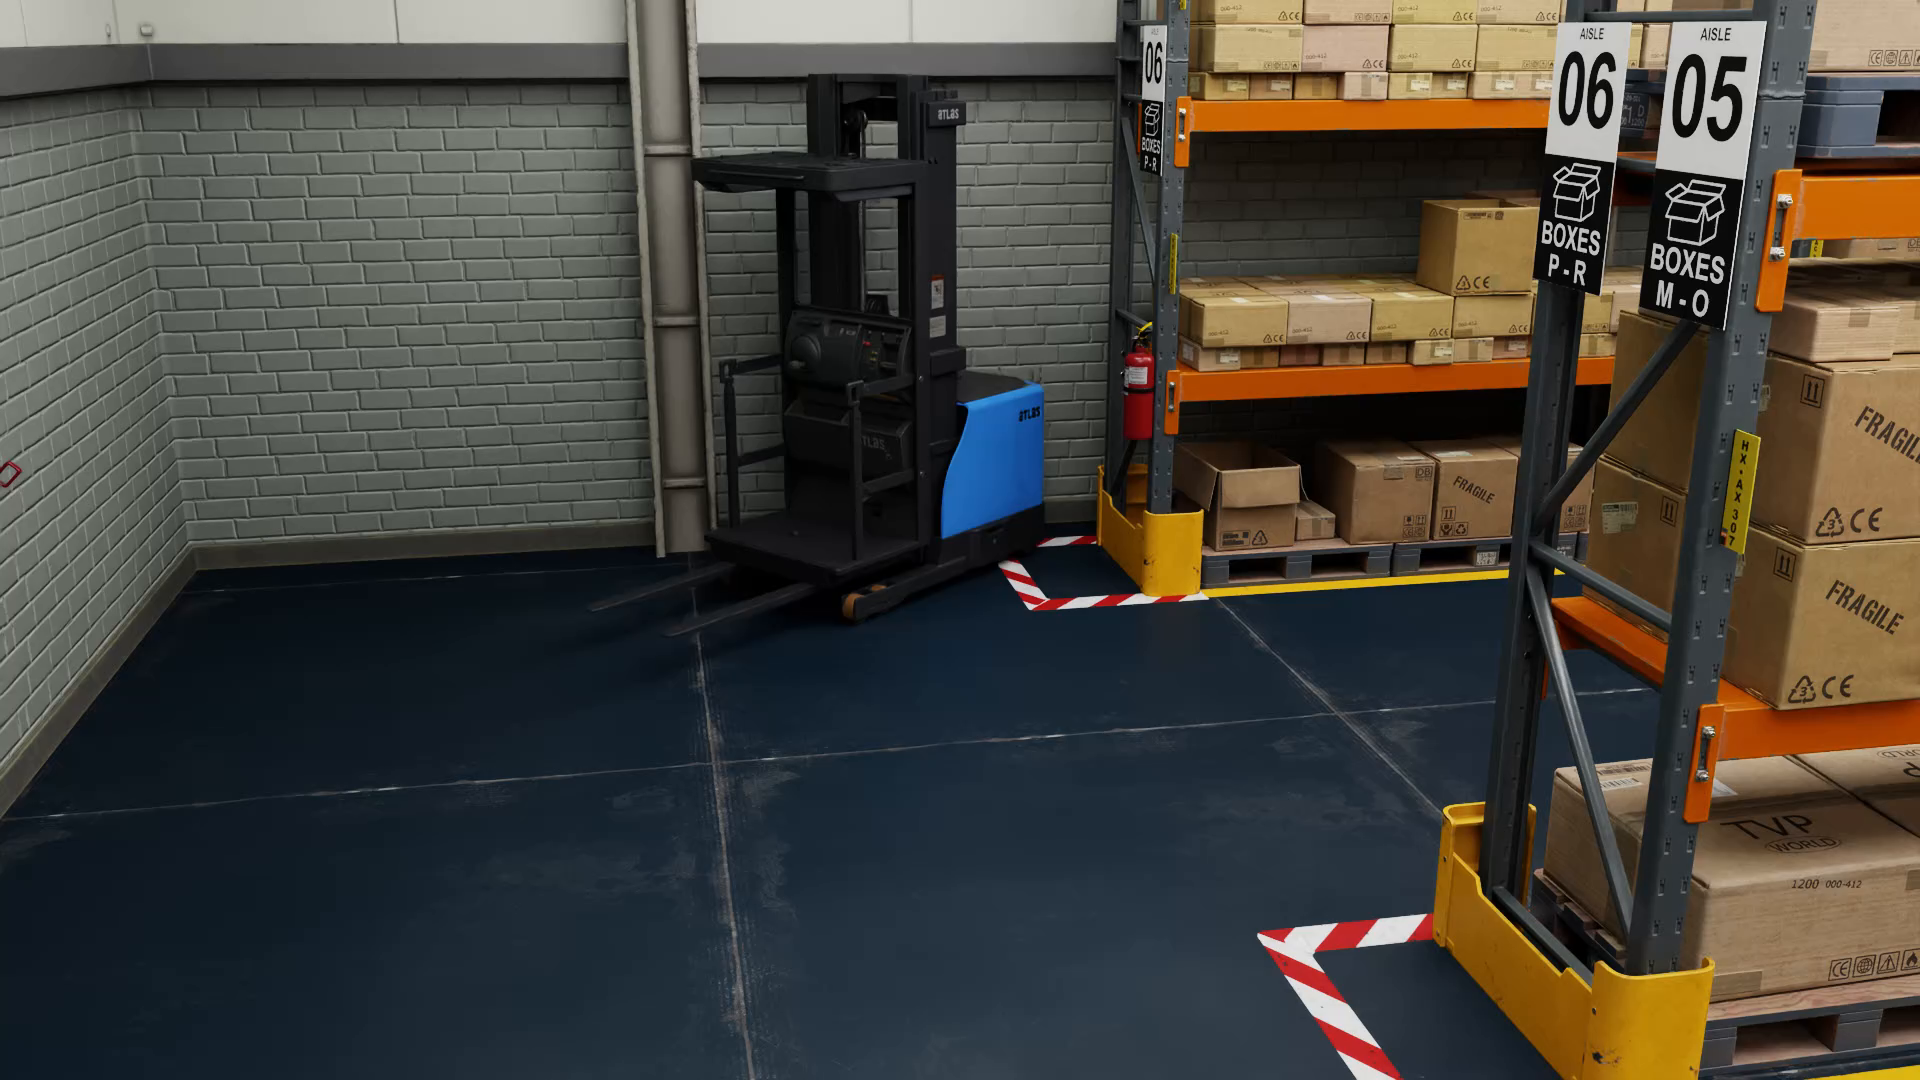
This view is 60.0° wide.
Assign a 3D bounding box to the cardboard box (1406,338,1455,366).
[{"bbox_3d":[2.724,-1.146,9.863,0.250,0.149,0.380,-4,17,-12],"label":"cardboard box"}]

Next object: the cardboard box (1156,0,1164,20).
[{"bbox_3d":[1.458,-3.118,9.644,0.500,0.250,0.500,-4,17,-12],"label":"cardboard box"}]

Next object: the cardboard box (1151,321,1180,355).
[{"bbox_3d":[1.349,-1.246,10.186,0.250,0.149,0.380,-3,17,-11],"label":"cardboard box"}]

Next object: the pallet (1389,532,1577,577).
[{"bbox_3d":[3.127,-0.053,10.624,1.213,0.211,1.003,-3,17,-10],"label":"pallet"}]

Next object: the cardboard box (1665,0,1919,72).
[{"bbox_3d":[2.444,-1.501,4.850,0.500,0.250,0.500,-5,18,-16],"label":"cardboard box"}]

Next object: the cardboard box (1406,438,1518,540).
[{"bbox_3d":[3.078,-0.319,10.285,0.500,0.500,0.500,-3,17,-9],"label":"cardboard box"}]

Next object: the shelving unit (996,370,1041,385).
[{"bbox_3d":[0.375,-0.566,10.867,0.252,1.050,0.215,-4,17,-12],"label":"shelving unit"}]

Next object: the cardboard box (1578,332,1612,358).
[{"bbox_3d":[3.726,-1.211,10.072,0.250,0.149,0.380,-4,17,-11],"label":"cardboard box"}]

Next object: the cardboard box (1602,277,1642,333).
[{"bbox_3d":[4.059,-1.432,10.115,0.500,0.250,0.500,-3,17,-10],"label":"cardboard box"}]

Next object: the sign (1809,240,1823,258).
[{"bbox_3d":[5.112,-1.750,9.927,0.005,0.325,0.100,-3,17,-10],"label":"sign"}]

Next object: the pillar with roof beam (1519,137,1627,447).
[{"bbox_3d":[4.964,-3.340,6.361,0.400,9.000,9.100,-3,17,-10],"label":"pillar with roof beam"}]

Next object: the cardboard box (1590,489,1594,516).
[{"bbox_3d":[4.160,-0.251,10.461,0.258,0.266,0.396,-3,17,-8],"label":"cardboard box"}]

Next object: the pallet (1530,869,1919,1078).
[{"bbox_3d":[2.790,1.427,5.807,1.213,0.211,1.003,-3,17,-10],"label":"pallet"}]

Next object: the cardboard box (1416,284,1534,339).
[{"bbox_3d":[3.061,-1.380,9.944,0.500,0.250,0.500,-4,17,-12],"label":"cardboard box"}]

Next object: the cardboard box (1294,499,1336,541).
[{"bbox_3d":[2.117,-0.127,10.256,0.250,0.149,0.380,-4,18,-13],"label":"cardboard box"}]

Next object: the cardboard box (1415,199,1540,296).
[{"bbox_3d":[3.044,-1.730,9.807,0.500,0.500,0.500,-3,17,-9],"label":"cardboard box"}]

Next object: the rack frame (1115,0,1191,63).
[{"bbox_3d":[1.074,-4.138,8.956,0.127,3.000,1.000,-3,17,-10],"label":"rack frame"}]

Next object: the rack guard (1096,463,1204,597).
[{"bbox_3d":[1.149,-0.079,10.218,0.348,0.500,1.175,-3,17,-10],"label":"rack guard"}]

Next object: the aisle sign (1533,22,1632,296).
[{"bbox_3d":[1.890,-1.167,5.075,0.004,0.787,0.394,-3,17,-10],"label":"aisle sign"}]

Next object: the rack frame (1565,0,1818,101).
[{"bbox_3d":[2.020,-2.707,4.298,0.127,3.000,1.000,-3,17,-10],"label":"rack frame"}]

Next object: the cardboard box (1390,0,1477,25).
[{"bbox_3d":[2.551,-3.020,9.325,0.500,0.250,0.500,-4,17,-11],"label":"cardboard box"}]

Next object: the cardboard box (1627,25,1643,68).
[{"bbox_3d":[3.562,-2.841,9.592,0.500,0.250,0.500,-3,17,-9],"label":"cardboard box"}]

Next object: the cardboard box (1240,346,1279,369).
[{"bbox_3d":[1.690,-1.116,9.766,0.250,0.149,0.380,-3,17,-9],"label":"cardboard box"}]

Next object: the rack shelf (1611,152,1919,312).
[{"bbox_3d":[3.983,-1.040,5.207,4.000,0.370,1.077,-3,17,-10],"label":"rack shelf"}]

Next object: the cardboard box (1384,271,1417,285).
[{"bbox_3d":[2.983,-1.526,10.420,0.500,0.250,0.500,-3,17,-11],"label":"cardboard box"}]

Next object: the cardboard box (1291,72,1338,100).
[{"bbox_3d":[1.939,-2.566,9.376,0.250,0.149,0.380,-3,17,-10],"label":"cardboard box"}]

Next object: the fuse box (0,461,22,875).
[{"bbox_3d":[-3.767,0.484,6.322,0.414,1.711,0.539,-3,17,-10],"label":"fuse box"}]

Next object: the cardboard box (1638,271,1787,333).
[{"bbox_3d":[2.334,-0.753,5.175,0.250,0.149,0.380,-3,17,-10],"label":"cardboard box"}]

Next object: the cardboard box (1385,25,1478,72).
[{"bbox_3d":[2.562,-2.779,9.391,0.500,0.250,0.500,-4,17,-12],"label":"cardboard box"}]

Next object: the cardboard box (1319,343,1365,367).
[{"bbox_3d":[2.201,-1.137,9.834,0.250,0.149,0.380,-3,17,-9],"label":"cardboard box"}]

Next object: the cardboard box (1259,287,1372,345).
[{"bbox_3d":[2.066,-1.316,9.736,0.500,0.250,0.500,-3,17,-10],"label":"cardboard box"}]

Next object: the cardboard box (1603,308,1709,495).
[{"bbox_3d":[2.448,-0.460,5.328,0.500,0.500,0.500,-3,17,-9],"label":"cardboard box"}]

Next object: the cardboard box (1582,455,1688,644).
[{"bbox_3d":[2.443,0.010,5.500,0.500,0.500,0.500,-3,17,-10],"label":"cardboard box"}]

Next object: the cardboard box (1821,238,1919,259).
[{"bbox_3d":[5.519,-1.704,10.364,0.500,0.500,0.700,-3,17,-9],"label":"cardboard box"}]

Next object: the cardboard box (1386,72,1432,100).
[{"bbox_3d":[2.459,-2.567,9.379,0.250,0.149,0.380,-3,17,-11],"label":"cardboard box"}]

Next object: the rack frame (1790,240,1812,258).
[{"bbox_3d":[5.002,-1.493,10.562,0.127,3.000,1.000,-3,17,-10],"label":"rack frame"}]

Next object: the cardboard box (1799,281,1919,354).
[{"bbox_3d":[2.665,-0.650,4.841,0.250,0.149,0.380,-3,17,-9],"label":"cardboard box"}]

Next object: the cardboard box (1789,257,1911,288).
[{"bbox_3d":[2.816,-0.812,5.370,0.250,0.149,0.380,-3,17,-11],"label":"cardboard box"}]

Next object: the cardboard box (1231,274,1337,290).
[{"bbox_3d":[1.982,-1.471,10.240,0.500,0.250,0.500,-3,17,-10],"label":"cardboard box"}]

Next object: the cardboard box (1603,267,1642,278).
[{"bbox_3d":[3.973,-1.583,10.607,0.500,0.250,0.500,-3,17,-11],"label":"cardboard box"}]

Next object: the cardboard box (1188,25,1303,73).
[{"bbox_3d":[1.562,-2.720,9.199,0.500,0.250,0.500,-3,17,-11],"label":"cardboard box"}]

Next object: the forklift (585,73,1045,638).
[{"bbox_3d":[-0.783,-1.102,9.408,1.130,2.935,3.031,14,22,37],"label":"forklift"}]

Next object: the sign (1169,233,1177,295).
[{"bbox_3d":[1.178,-1.527,9.201,0.005,0.325,0.100,-3,17,-10],"label":"sign"}]

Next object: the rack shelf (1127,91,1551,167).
[{"bbox_3d":[3.038,-2.471,9.865,4.000,0.370,1.077,-3,17,-10],"label":"rack shelf"}]

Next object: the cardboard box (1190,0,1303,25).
[{"bbox_3d":[1.558,-2.965,9.146,0.500,0.250,0.500,-3,17,-11],"label":"cardboard box"}]

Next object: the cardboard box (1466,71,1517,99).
[{"bbox_3d":[2.955,-2.592,9.460,0.250,0.149,0.380,-3,17,-10],"label":"cardboard box"}]

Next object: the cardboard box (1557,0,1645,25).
[{"bbox_3d":[3.556,-3.082,9.525,0.500,0.250,0.500,-3,17,-9],"label":"cardboard box"}]

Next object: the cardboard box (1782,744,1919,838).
[{"bbox_3d":[3.546,1.066,5.881,0.875,0.438,0.875,-3,17,-9],"label":"cardboard box"}]

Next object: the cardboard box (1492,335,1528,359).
[{"bbox_3d":[3.218,-1.201,10.041,0.250,0.149,0.380,-3,17,-11],"label":"cardboard box"}]

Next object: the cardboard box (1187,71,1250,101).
[{"bbox_3d":[1.432,-2.534,9.273,0.250,0.149,0.380,-3,17,-9],"label":"cardboard box"}]
